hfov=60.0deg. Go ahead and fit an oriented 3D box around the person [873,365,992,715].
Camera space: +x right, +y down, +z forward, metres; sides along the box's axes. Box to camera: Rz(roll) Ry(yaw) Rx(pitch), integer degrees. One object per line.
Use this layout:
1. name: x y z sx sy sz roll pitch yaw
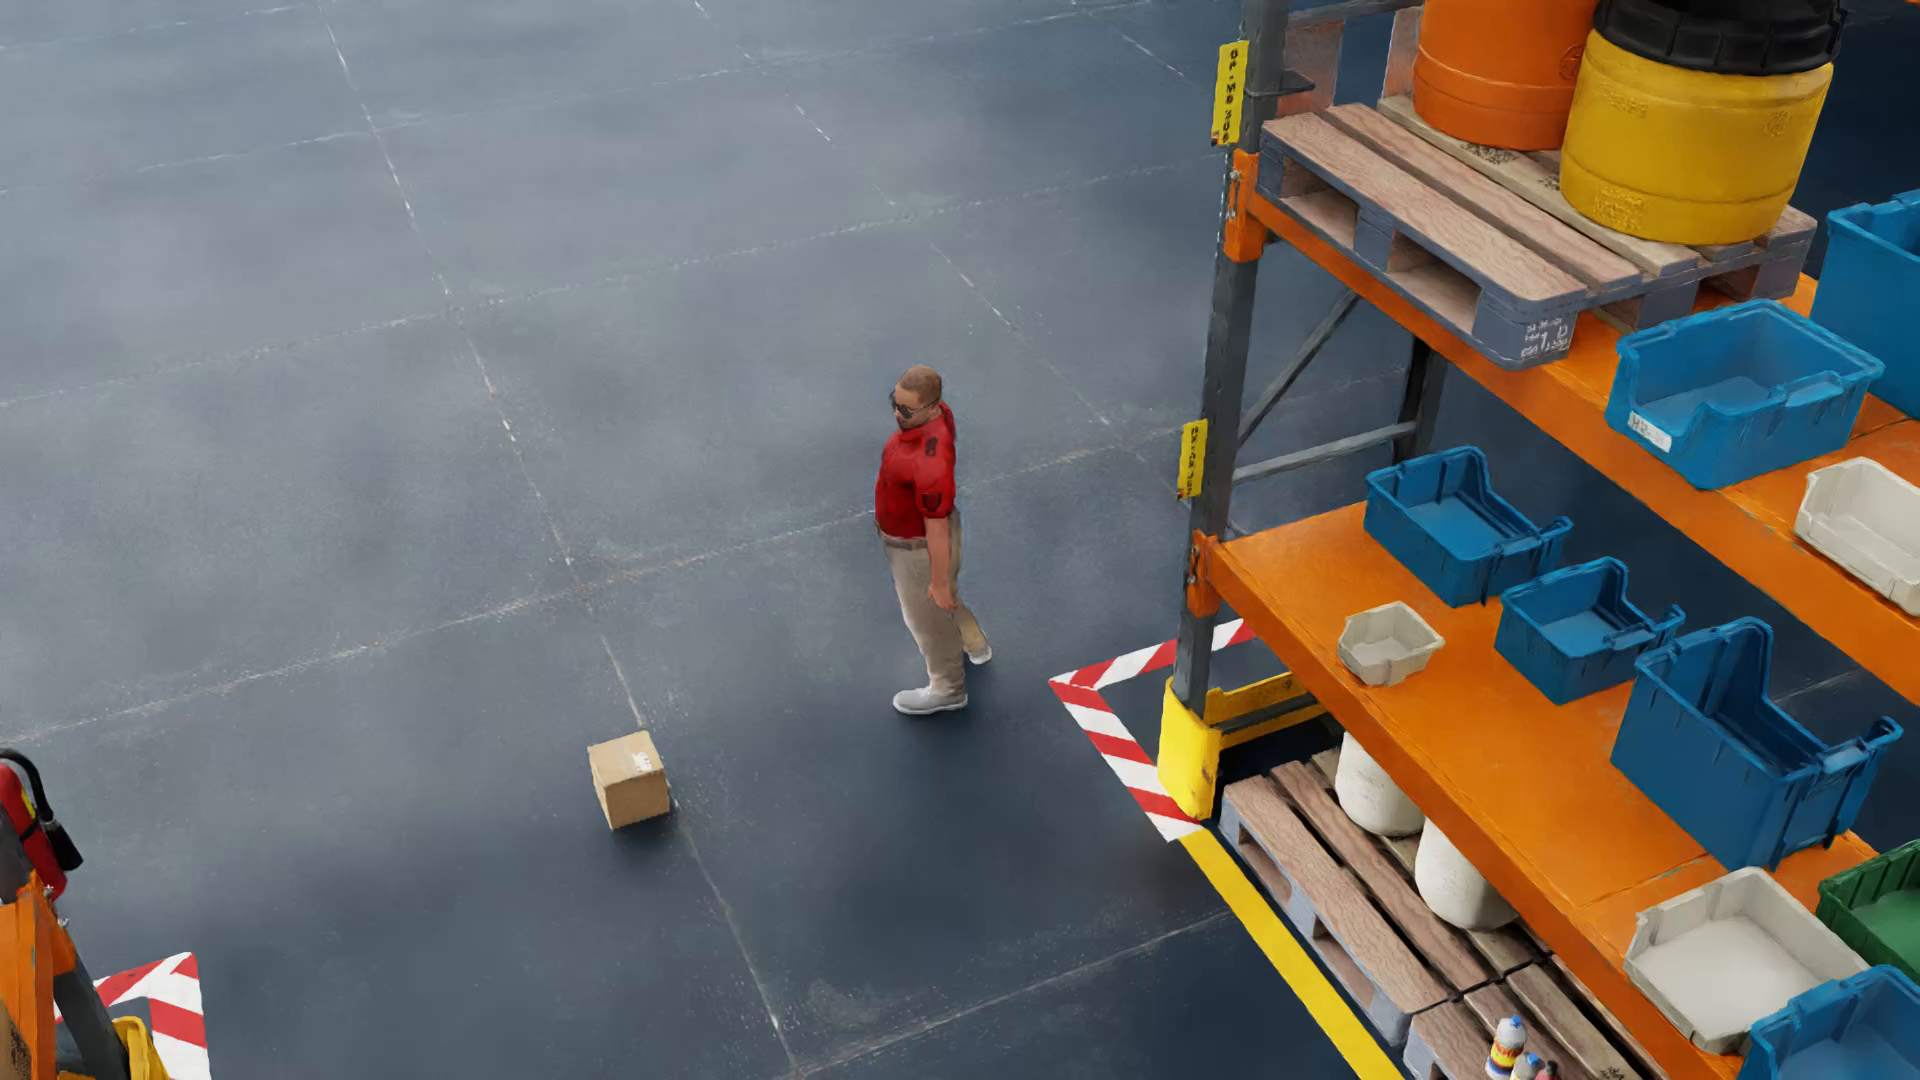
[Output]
1. person: -0.103 -0.024 6.875 0.487 1.718 0.719 1 37 2
